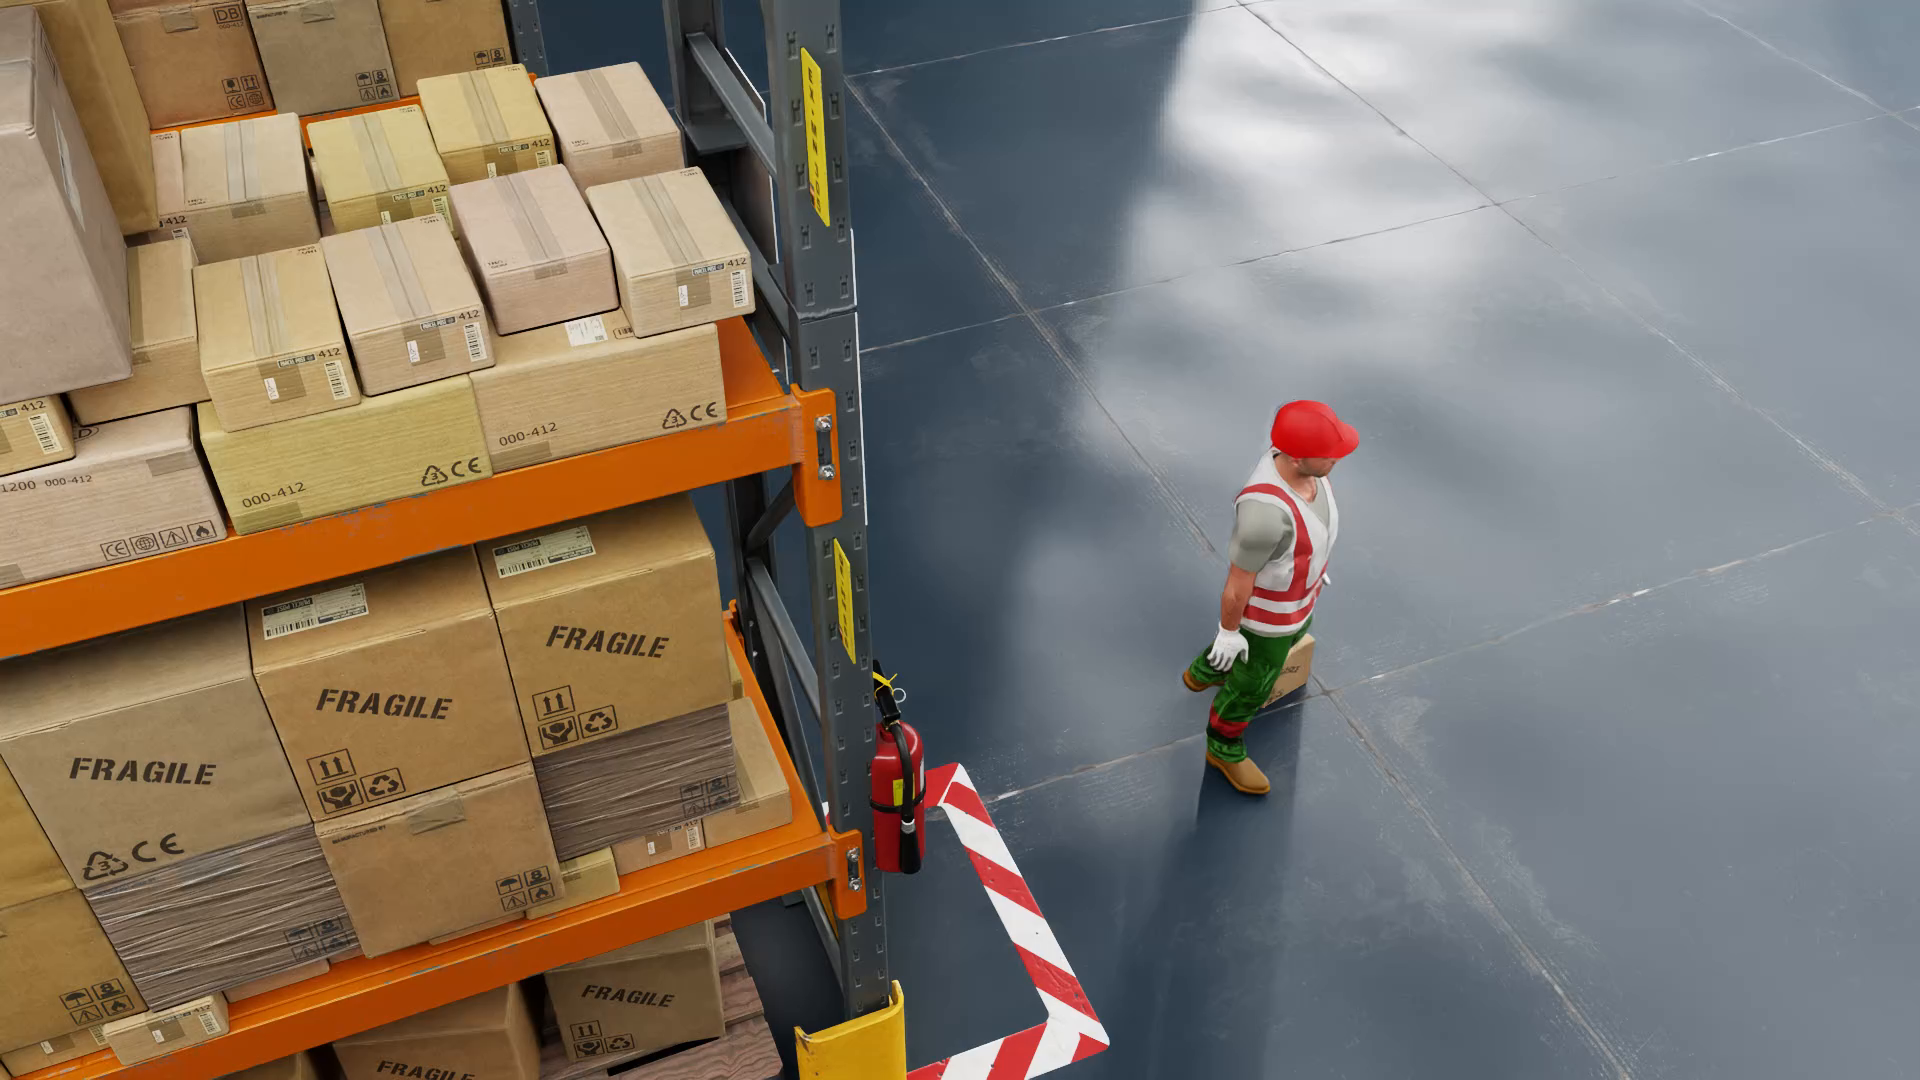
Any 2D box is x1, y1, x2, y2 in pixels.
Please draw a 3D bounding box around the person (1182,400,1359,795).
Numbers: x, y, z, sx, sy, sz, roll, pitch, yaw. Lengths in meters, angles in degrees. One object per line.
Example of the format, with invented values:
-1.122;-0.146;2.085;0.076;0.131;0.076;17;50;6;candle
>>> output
1.070;0.143;5.969;0.542;1.779;0.725;18;45;20;person
